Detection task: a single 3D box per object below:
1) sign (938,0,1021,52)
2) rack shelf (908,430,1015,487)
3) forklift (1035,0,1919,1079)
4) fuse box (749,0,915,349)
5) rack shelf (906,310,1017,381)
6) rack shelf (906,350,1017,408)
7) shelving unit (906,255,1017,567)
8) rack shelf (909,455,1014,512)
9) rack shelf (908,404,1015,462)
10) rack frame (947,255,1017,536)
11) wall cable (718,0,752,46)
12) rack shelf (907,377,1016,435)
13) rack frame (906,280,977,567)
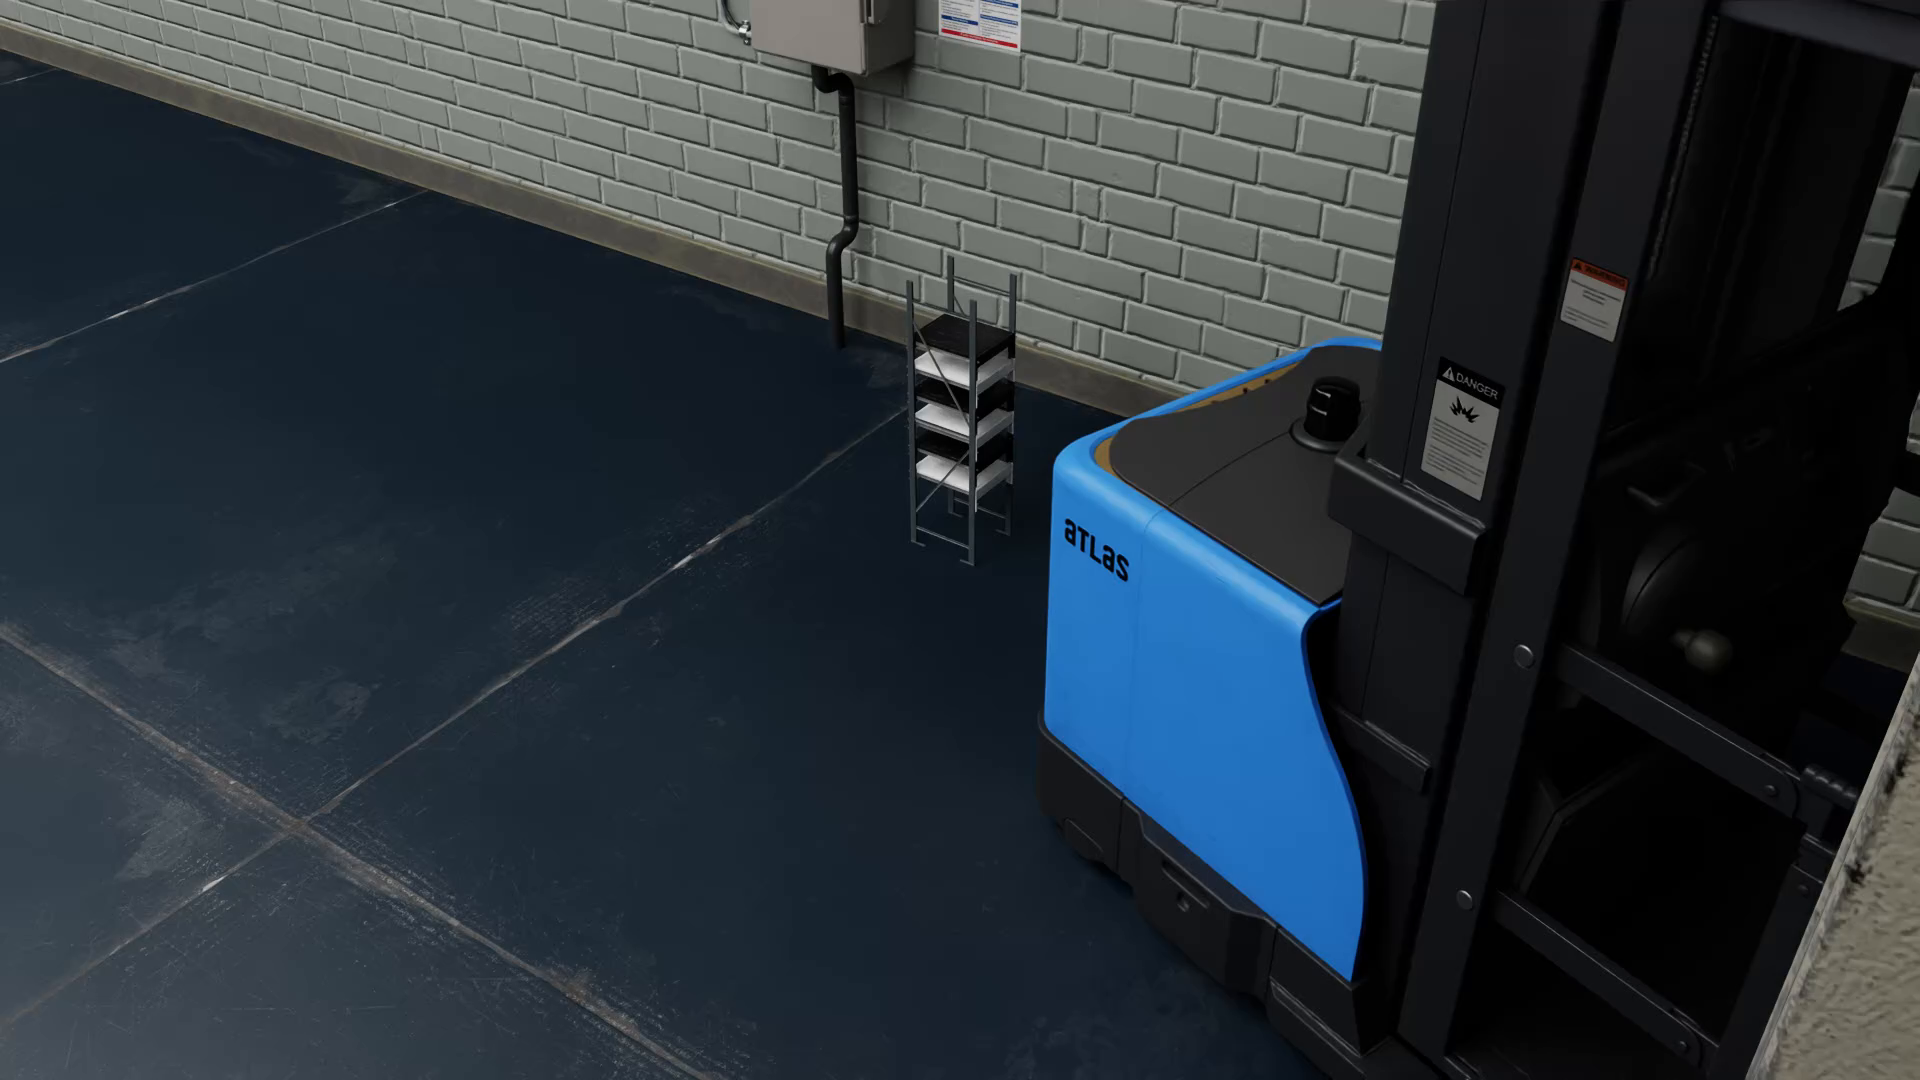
[{"bbox_3d":[0.063,-1.861,5.408,0.329,0.494,0.001,21,39,28],"label":"sign"},{"bbox_3d":[0.005,-0.274,5.073,0.258,0.077,0.200,21,39,28],"label":"rack shelf"},{"bbox_3d":[1.472,-0.027,2.673,1.130,2.935,3.031,-23,40,-30],"label":"forklift"},{"bbox_3d":[-0.461,-1.429,5.835,0.539,1.711,0.414,21,39,28],"label":"fuse box"},{"bbox_3d":[0.005,-0.573,4.871,0.258,0.077,0.200,21,39,28],"label":"rack shelf"},{"bbox_3d":[0.005,-0.498,4.921,0.258,0.077,0.200,21,39,28],"label":"rack shelf"},{"bbox_3d":[0.005,-0.376,5.003,0.258,0.900,0.210,21,39,28],"label":"shelving unit"},{"bbox_3d":[0.005,-0.200,5.123,0.258,0.077,0.200,21,39,28],"label":"rack shelf"},{"bbox_3d":[0.005,-0.349,5.022,0.258,0.077,0.200,21,39,28],"label":"rack shelf"},{"bbox_3d":[0.063,-0.423,5.073,0.240,0.900,0.006,21,39,28],"label":"rack frame"},{"bbox_3d":[-0.932,-2.674,5.619,0.588,1.984,0.122,21,39,28],"label":"wall cable"},{"bbox_3d":[0.005,-0.423,4.972,0.258,0.077,0.200,21,39,28],"label":"rack shelf"},{"bbox_3d":[-0.053,-0.330,4.934,0.240,0.900,0.006,21,39,28],"label":"rack frame"}]
